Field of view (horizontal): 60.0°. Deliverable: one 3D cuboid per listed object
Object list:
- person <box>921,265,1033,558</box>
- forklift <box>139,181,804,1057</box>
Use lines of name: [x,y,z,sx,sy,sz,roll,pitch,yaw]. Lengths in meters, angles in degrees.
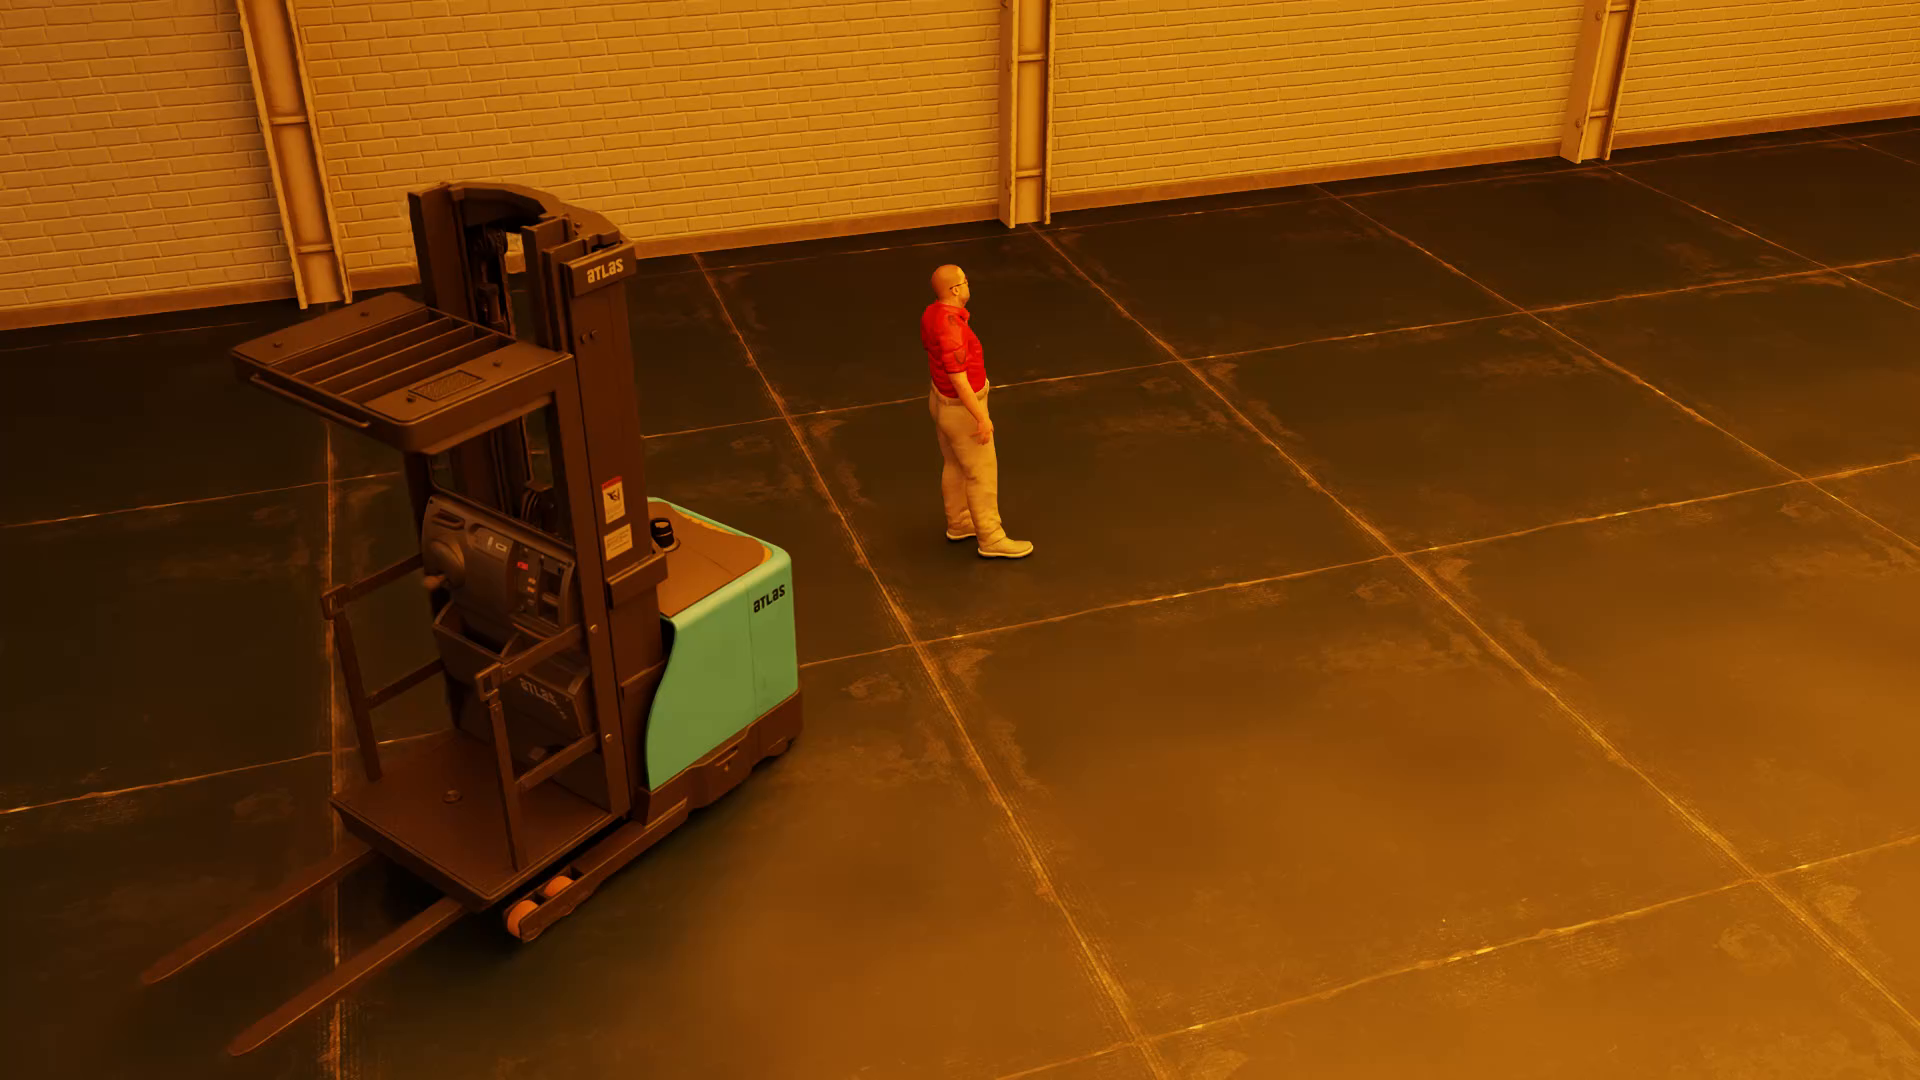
person: [0.089,-0.765,9.607,0.550,1.727,0.642,-10,31,-16]
forklift: [-2.066,0.154,6.820,1.130,2.935,3.031,21,36,31]
